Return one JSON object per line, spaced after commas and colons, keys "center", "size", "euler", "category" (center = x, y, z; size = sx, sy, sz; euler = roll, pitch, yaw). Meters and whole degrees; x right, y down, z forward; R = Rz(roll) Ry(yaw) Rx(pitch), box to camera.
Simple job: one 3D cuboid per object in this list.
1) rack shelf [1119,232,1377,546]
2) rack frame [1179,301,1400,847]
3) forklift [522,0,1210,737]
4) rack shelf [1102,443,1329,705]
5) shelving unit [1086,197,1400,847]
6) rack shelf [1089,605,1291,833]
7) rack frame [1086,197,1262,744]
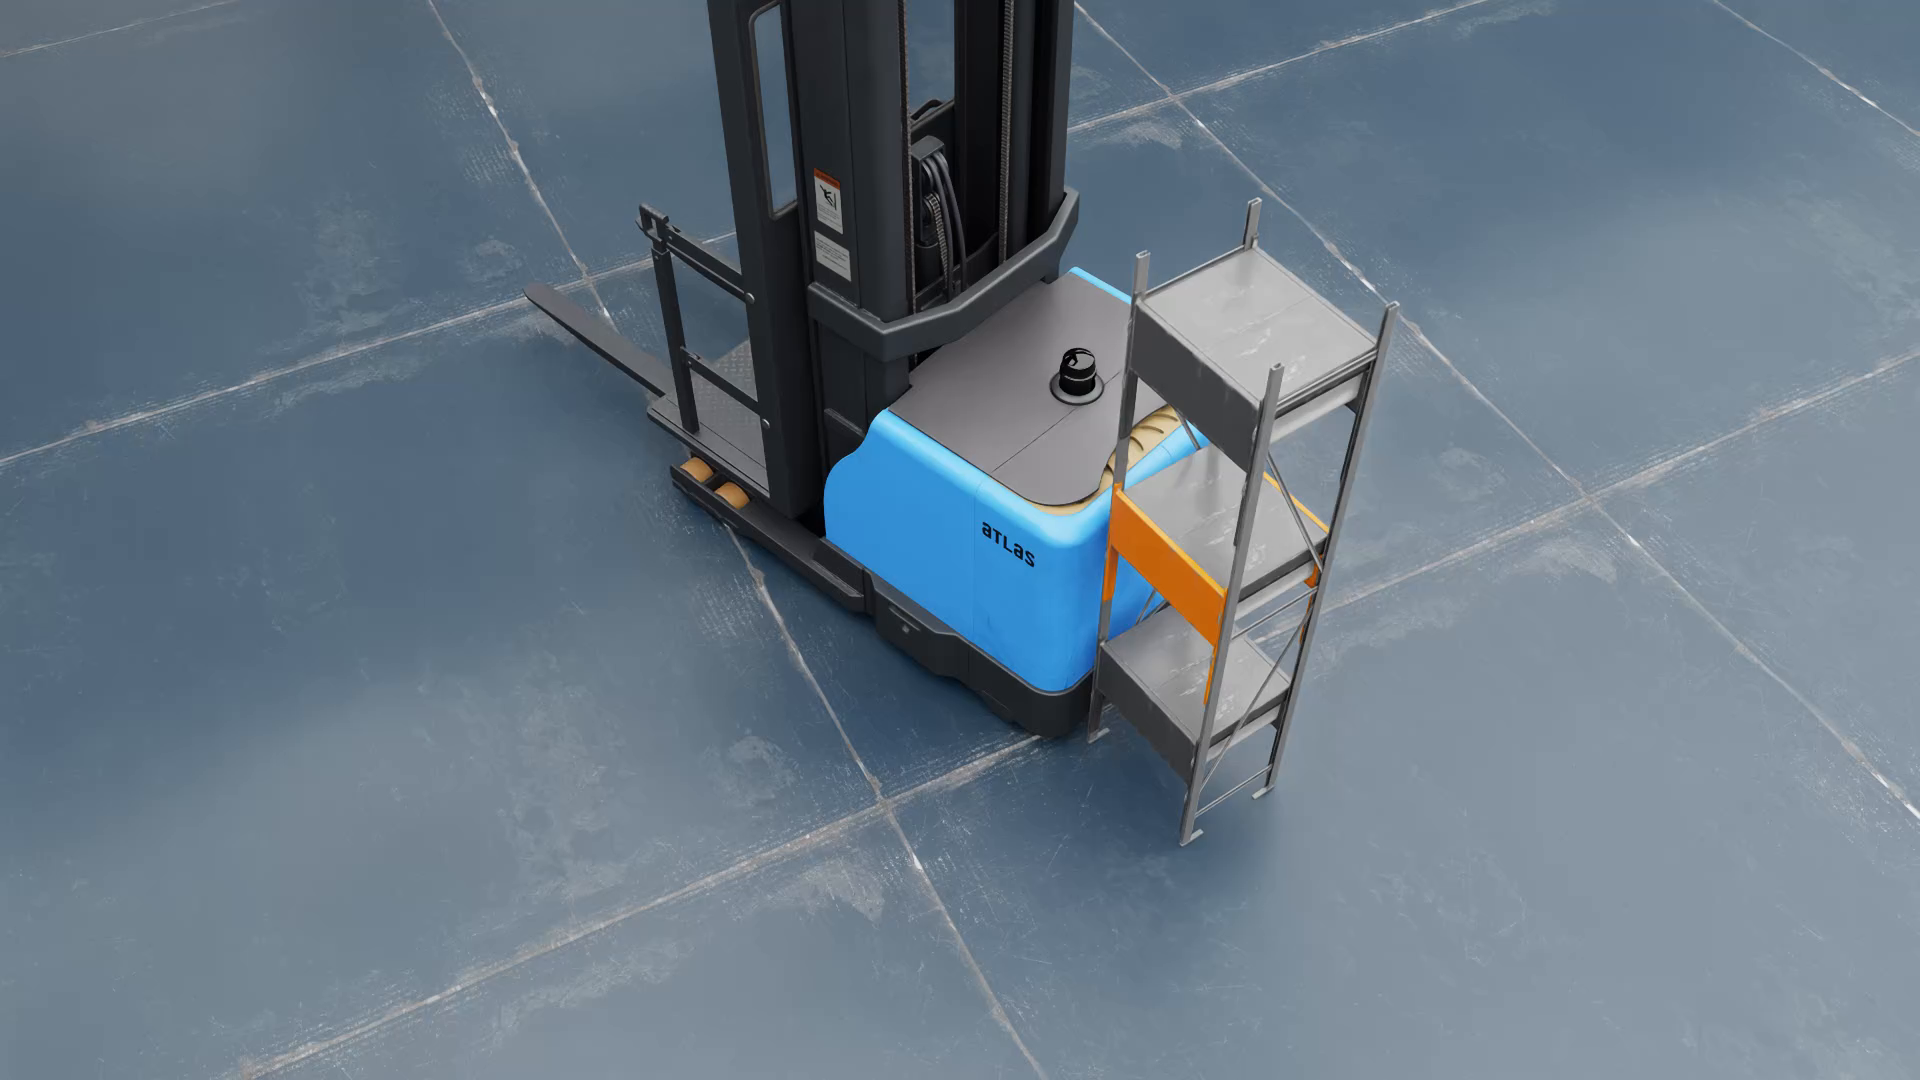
{"center": [0.738, -0.389, 4.284], "size": [0.431, 0.518, 0.480], "euler": [-28, 54, -22], "category": "rack shelf"}
{"center": [0.877, 0.213, 4.669], "size": [0.400, 2.100, 0.015], "euler": [-28, 54, -22], "category": "rack frame"}
{"center": [-0.462, -1.280, 5.422], "size": [3.031, 2.935, 1.130], "euler": [34, 57, 26], "category": "forklift"}
{"center": [0.738, 0.072, 4.811], "size": [0.431, 0.518, 0.480], "euler": [-28, 54, -22], "category": "rack shelf"}
{"center": [0.738, 0.063, 4.800], "size": [0.431, 2.100, 0.503], "euler": [-28, 54, -22], "category": "shelving unit"}
{"center": [0.738, 0.532, 5.337], "size": [0.431, 0.518, 0.480], "euler": [-28, 54, -22], "category": "rack shelf"}
{"center": [0.598, -0.088, 4.932], "size": [0.400, 2.100, 0.015], "euler": [-28, 54, -22], "category": "rack frame"}
